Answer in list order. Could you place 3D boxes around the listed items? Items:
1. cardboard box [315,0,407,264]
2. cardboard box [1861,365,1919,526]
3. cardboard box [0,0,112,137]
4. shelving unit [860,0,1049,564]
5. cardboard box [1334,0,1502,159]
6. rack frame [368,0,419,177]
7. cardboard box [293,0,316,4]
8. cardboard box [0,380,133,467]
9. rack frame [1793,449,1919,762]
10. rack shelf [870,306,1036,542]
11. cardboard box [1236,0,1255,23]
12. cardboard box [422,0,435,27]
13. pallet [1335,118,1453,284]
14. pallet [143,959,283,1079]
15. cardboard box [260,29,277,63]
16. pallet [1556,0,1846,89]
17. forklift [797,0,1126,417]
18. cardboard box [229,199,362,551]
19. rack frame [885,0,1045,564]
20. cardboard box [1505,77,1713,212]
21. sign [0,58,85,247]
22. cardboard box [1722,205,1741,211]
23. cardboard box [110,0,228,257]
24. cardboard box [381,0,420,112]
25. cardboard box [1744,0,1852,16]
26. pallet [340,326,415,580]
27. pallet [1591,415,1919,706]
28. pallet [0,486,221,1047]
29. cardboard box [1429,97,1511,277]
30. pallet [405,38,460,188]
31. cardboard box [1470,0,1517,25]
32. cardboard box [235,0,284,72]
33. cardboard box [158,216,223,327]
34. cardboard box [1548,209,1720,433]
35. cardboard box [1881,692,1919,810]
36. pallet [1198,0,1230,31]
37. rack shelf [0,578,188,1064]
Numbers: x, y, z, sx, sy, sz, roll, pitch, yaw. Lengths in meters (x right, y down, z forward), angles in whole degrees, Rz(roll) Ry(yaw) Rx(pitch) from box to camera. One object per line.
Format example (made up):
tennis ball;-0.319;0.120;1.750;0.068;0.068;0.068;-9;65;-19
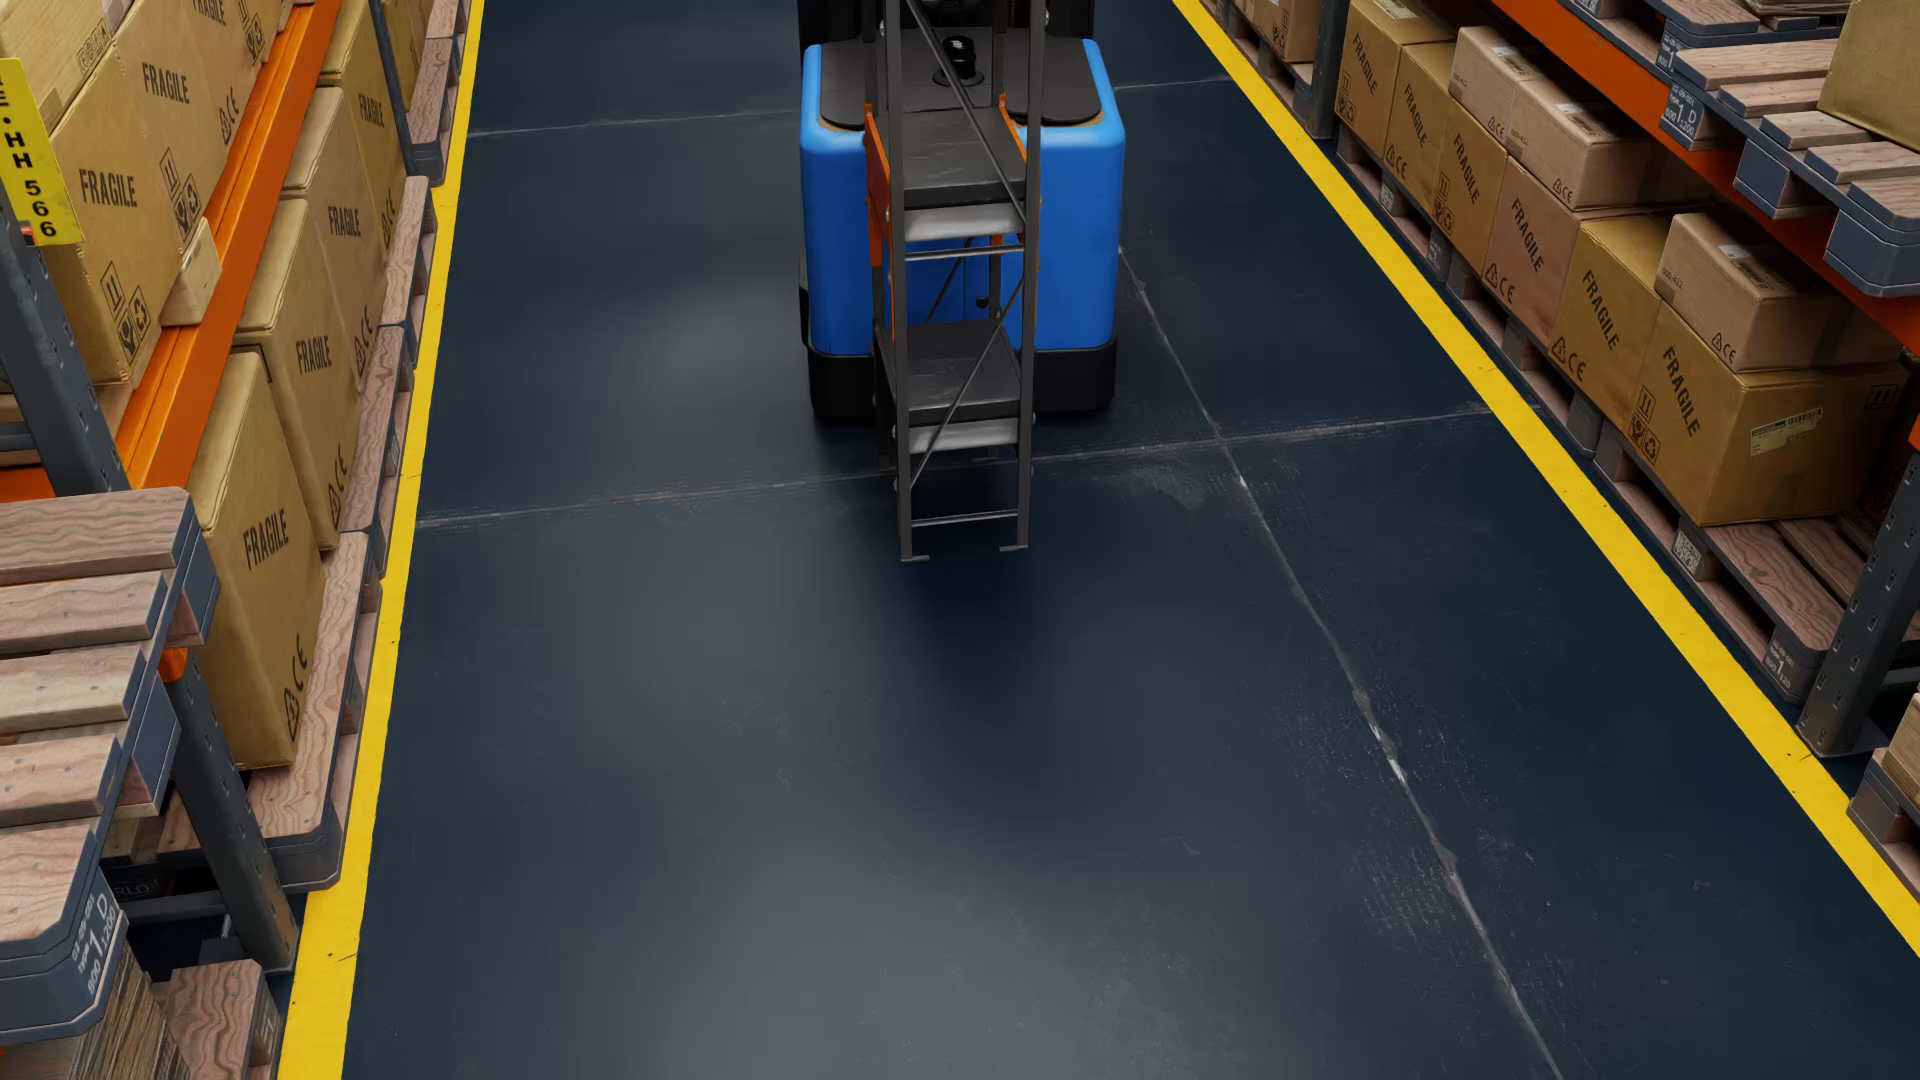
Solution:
cardboard box;-2.539;-1.498;6.143;0.750;0.750;0.750;-6;38;-7
cardboard box;2.998;-0.171;4.704;0.500;0.500;0.500;-5;38;-6
cardboard box;-1.911;-0.924;3.043;0.500;0.250;0.500;-5;38;-7
shelving unit;-0.029;-0.929;4.735;0.431;2.100;0.503;-6;38;-8
cardboard box;1.940;-1.963;7.011;0.500;0.500;0.500;-8;39;-10
rack frame;-2.781;-2.560;6.100;1.000;3.000;0.127;-6;38;-8
cardboard box;-2.271;-1.830;5.350;0.380;0.149;0.250;-6;38;-8
cardboard box;-1.910;-0.276;3.349;0.380;0.149;0.250;-7;38;-9
rack frame;2.796;-0.679;3.679;1.000;3.000;0.127;-6;38;-8
rack shelf;-0.029;-0.366;5.172;0.431;0.518;0.480;-6;38;-8
cardboard box;1.591;-2.677;8.215;0.380;0.149;0.250;-6;38;-8
cardboard box;-2.984;-2.815;8.124;0.700;0.500;0.500;-5;38;-7
pallet;2.275;-1.507;7.017;1.003;0.211;1.213;-6;38;-8
pallet;-1.945;1.429;3.238;1.003;0.211;1.213;-6;38;-8
cardboard box;-2.264;-1.523;4.954;0.380;0.149;0.250;-7;38;-9
pallet;2.451;-1.777;5.249;1.003;0.211;1.213;-6;38;-8
forklift;-0.066;-2.460;6.027;1.130;2.935;3.031;-2;38;-2
cardboard box;-2.227;-0.449;4.793;0.750;0.750;0.750;-6;38;-8
rack frame;0.014;-0.782;4.545;0.400;2.100;0.015;-6;38;-8
cardboard box;2.204;-1.352;5.614;0.500;0.250;0.500;-7;38;-9
sign;-1.548;-0.634;2.742;0.100;0.325;0.005;-6;38;-8
cardboard box;2.817;-0.790;5.501;0.500;0.500;0.500;-7;38;-9
cardboard box;-1.996;-0.947;3.684;0.500;0.500;0.500;-5;38;-6
cardboard box;-2.812;-2.201;7.334;0.700;0.500;0.500;-6;38;-7
cardboard box;2.602;-1.826;4.731;0.700;0.500;0.500;0;38;1
pallet;-2.355;-0.262;5.416;1.003;0.211;1.213;-6;38;-8
pallet;2.703;-0.033;5.120;1.003;0.211;1.213;-6;38;-8
pallet;-1.850;0.351;2.510;1.213;0.211;1.003;-6;38;-8
cardboard box;2.124;-1.340;6.208;0.500;0.500;0.500;-6;38;-7
pallet;-2.838;-1.926;7.558;1.003;0.211;1.213;-6;38;-8
cardboard box;2.464;-2.014;7.077;0.500;0.500;0.500;-6;38;-8
cardboard box;-2.181;-1.561;4.473;0.500;0.500;0.500;-5;38;-7
cardboard box;-1.909;-0.599;3.765;0.380;0.149;0.250;-5;38;-7
cardboard box;2.311;-0.718;5.408;0.500;0.500;0.500;-8;38;-10
cardboard box;2.599;0.589;3.946;0.500;0.250;0.500;-6;38;-8
pallet;1.758;-3.147;9.129;1.003;0.211;1.213;-6;38;-8
rack shelf;-1.730;1.348;1.656;1.077;0.370;4.000;-6;38;-8
